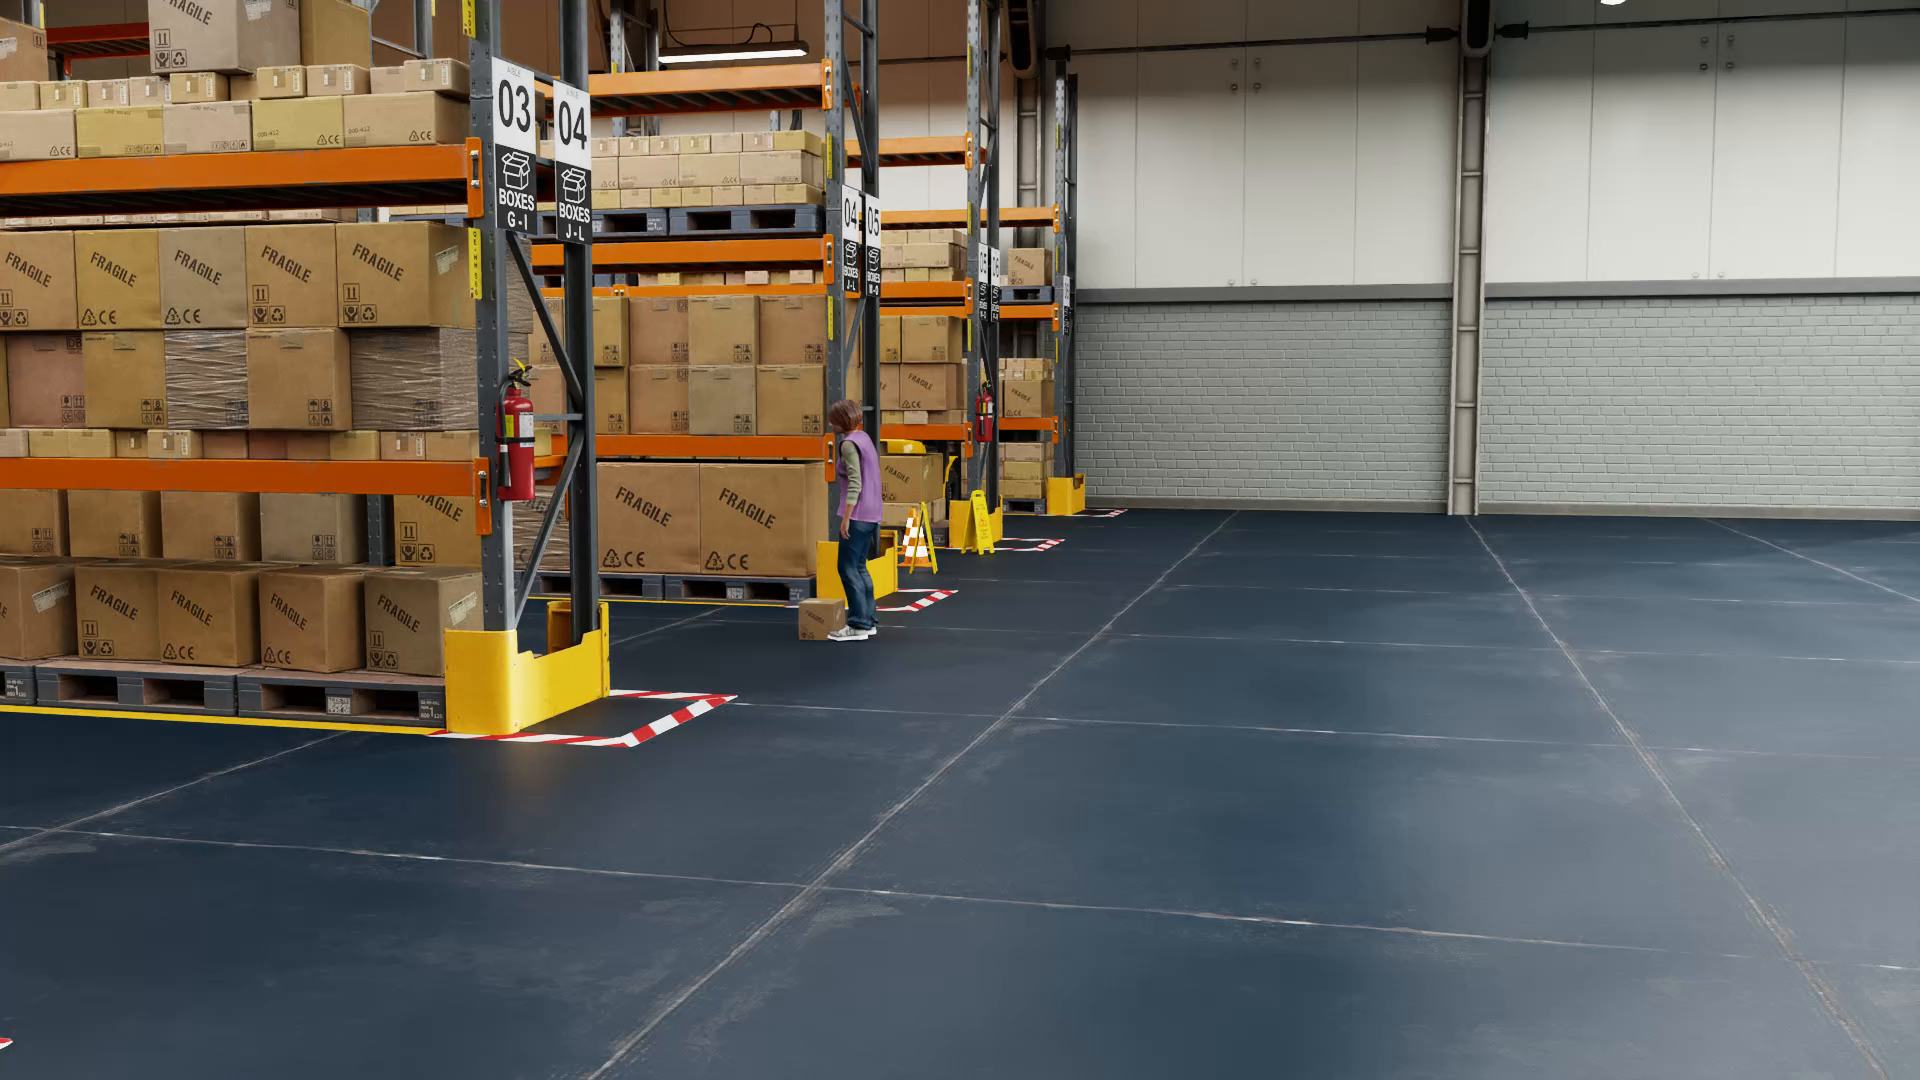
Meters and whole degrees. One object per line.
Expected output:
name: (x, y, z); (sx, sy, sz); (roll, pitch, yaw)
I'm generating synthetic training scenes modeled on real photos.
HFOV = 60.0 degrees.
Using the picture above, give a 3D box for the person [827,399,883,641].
person: (-0.691, -0.134, 11.023); (0.347, 1.592, 0.477); (1, 5, 10)
